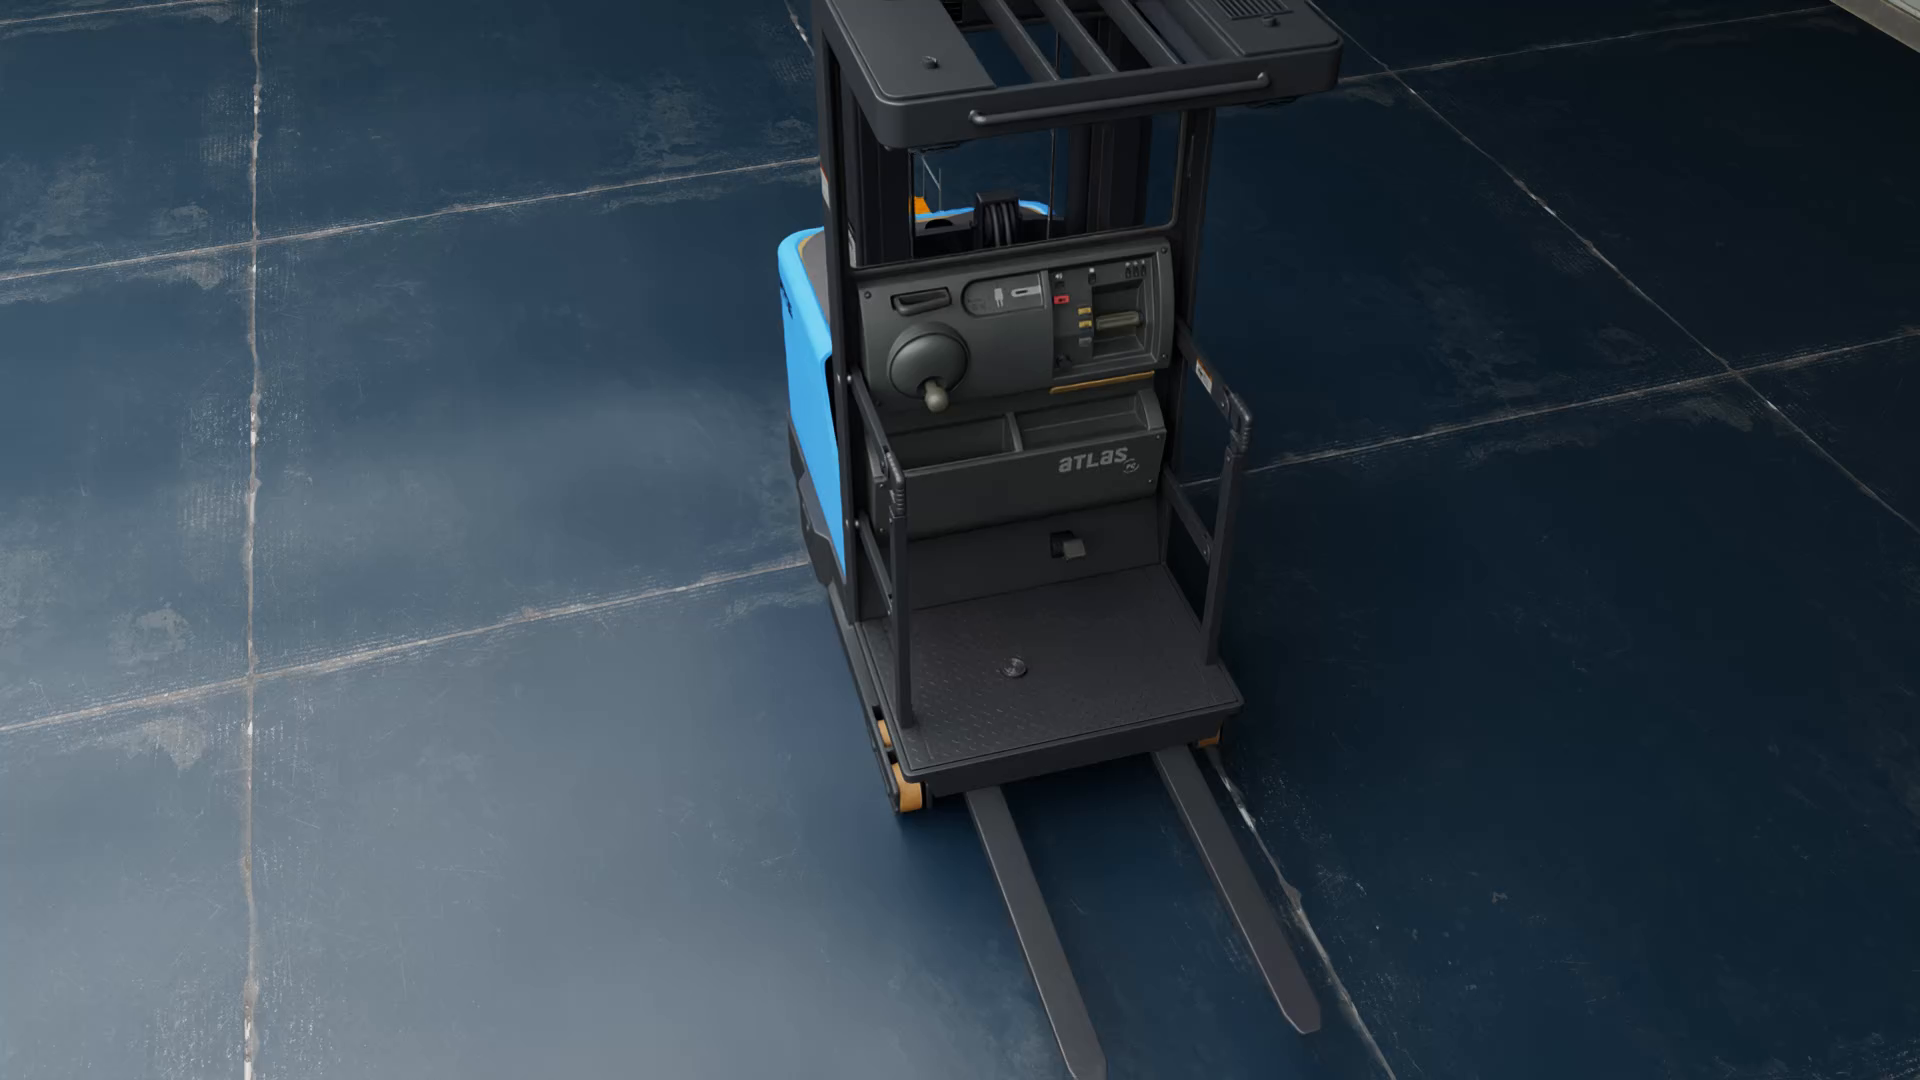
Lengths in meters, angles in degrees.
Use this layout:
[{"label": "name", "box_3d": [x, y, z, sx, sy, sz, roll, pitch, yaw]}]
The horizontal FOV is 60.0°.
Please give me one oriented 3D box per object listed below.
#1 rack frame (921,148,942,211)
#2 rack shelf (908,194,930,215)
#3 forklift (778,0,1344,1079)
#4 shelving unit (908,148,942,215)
[{"label": "rack frame", "box_3d": [-0.105, -0.955, 6.431, 0.006, 1.200, 0.240, -11, 42, -13]}, {"label": "rack shelf", "box_3d": [-0.193, -1.174, 6.203, 0.180, 0.103, 0.258, -11, 42, -13]}, {"label": "forklift", "box_3d": [0.233, -0.534, 4.633, 1.130, 2.935, 3.031, -11, 42, -12]}, {"label": "shelving unit", "box_3d": [-0.193, -0.937, 6.410, 0.189, 1.200, 0.258, -11, 42, -13]}]
